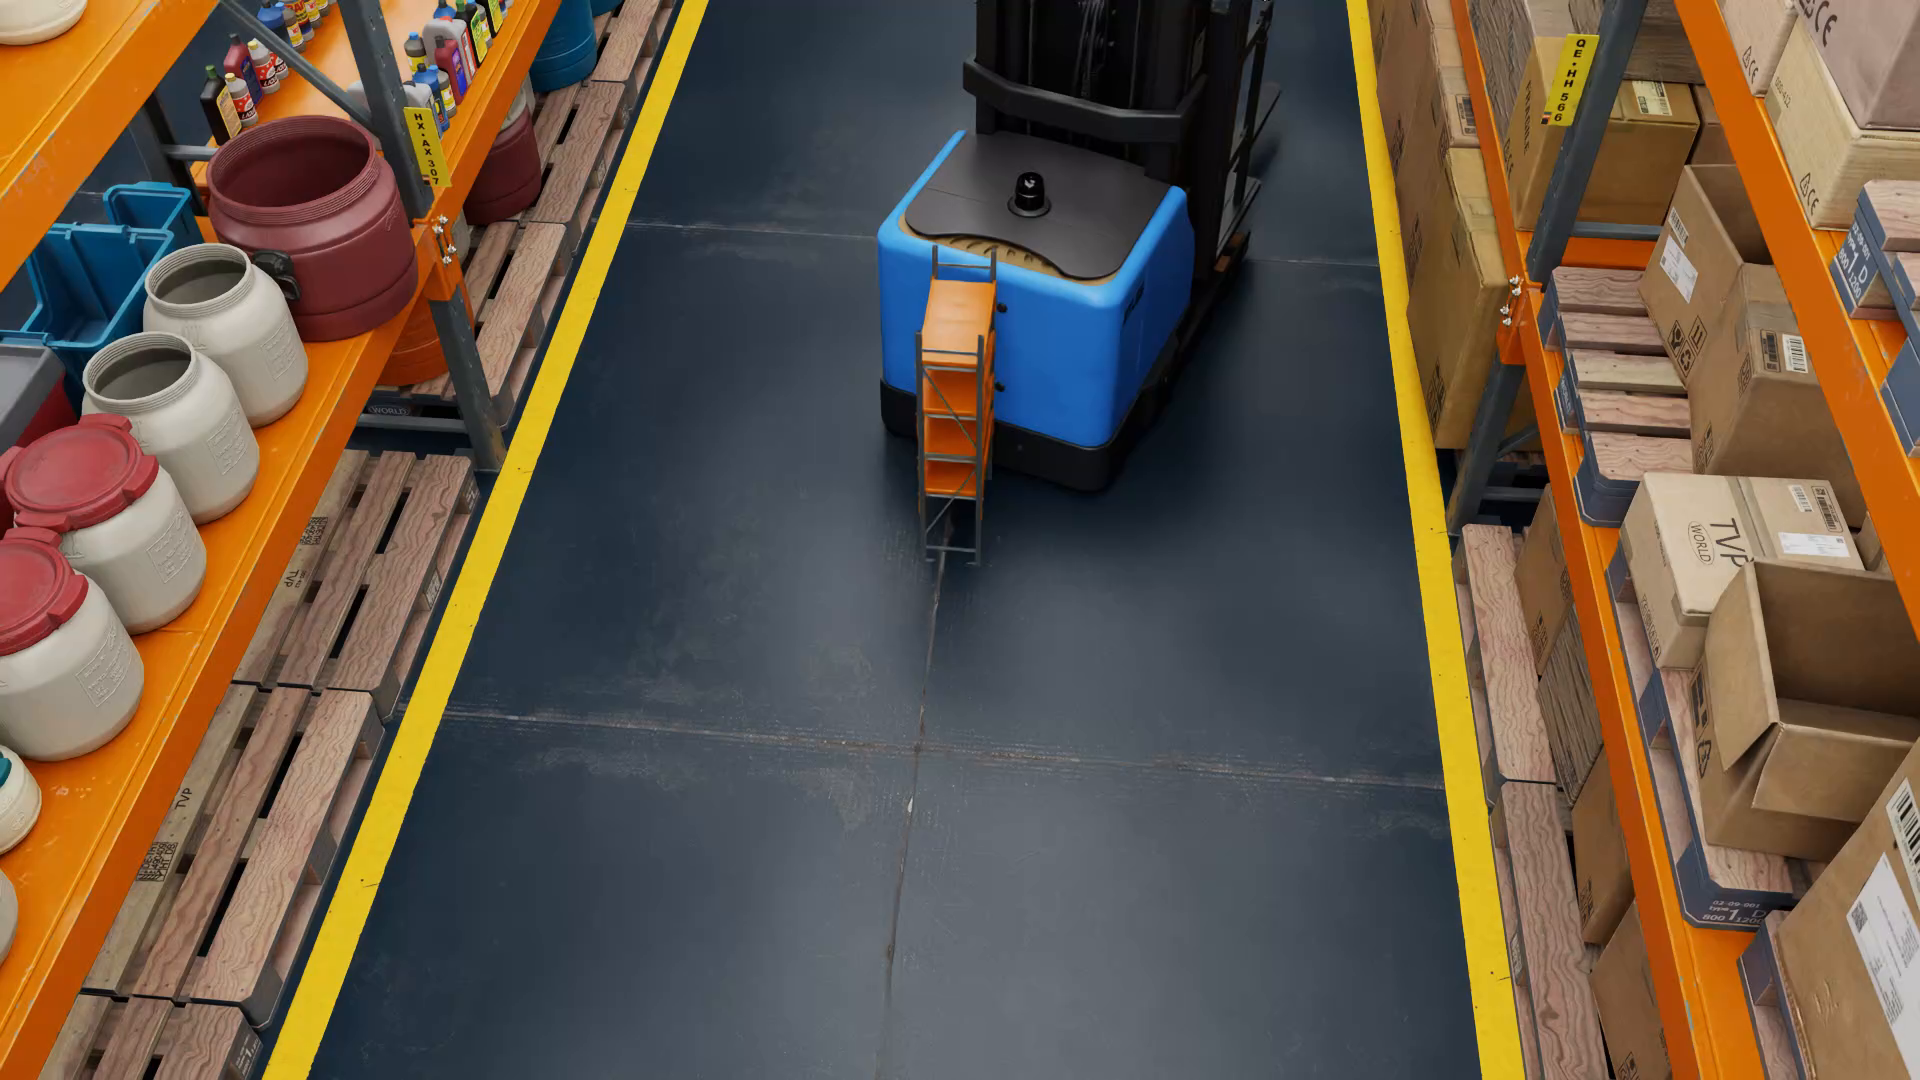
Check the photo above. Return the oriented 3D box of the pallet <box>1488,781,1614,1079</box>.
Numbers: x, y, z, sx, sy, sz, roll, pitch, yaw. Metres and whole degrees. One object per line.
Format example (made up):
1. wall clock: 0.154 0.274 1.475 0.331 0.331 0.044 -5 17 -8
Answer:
1. pallet: 2.307 1.373 5.377 1.003 0.211 1.213 4 48 4

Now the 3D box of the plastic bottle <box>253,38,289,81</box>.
1. plastic bottle: -2.768 -1.953 6.664 0.097 0.201 0.097 0 48 0

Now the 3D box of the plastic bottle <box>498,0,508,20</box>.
1. plastic bottle: -1.964 -2.313 6.946 0.097 0.271 0.097 0 48 0

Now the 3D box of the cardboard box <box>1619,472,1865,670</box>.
1. cardboard box: 2.112 0.089 4.479 0.500 0.250 0.500 3 48 2

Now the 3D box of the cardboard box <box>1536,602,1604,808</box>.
1. cardboard box: 2.415 0.561 5.626 0.700 0.500 0.500 0 48 0

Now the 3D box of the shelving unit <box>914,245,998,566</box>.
1. shelving unit: -0.011 -0.493 6.413 0.258 1.200 0.503 5 48 4

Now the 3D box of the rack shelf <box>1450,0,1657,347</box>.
1. rack shelf: 2.676 -2.263 7.300 1.077 0.370 4.000 4 48 4

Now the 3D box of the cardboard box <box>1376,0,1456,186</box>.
1. cardboard box: 2.739 -2.272 7.976 1.225 0.875 0.875 2 48 2

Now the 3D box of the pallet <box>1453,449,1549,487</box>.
1. pallet: 2.641 -0.669 7.245 1.003 0.211 1.213 4 48 4

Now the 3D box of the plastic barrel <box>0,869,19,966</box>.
1. plastic barrel: -2.498 0.836 3.886 0.433 0.535 0.433 0 48 0

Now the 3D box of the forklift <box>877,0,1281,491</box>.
1. forklift: 0.734 -2.294 6.888 1.130 2.935 3.031 19 50 16

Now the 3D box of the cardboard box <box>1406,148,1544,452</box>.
1. cardboard box: 2.577 -0.966 6.782 1.225 0.875 0.875 2 48 2

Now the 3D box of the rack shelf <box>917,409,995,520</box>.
1. rack shelf: -0.011 -0.313 6.610 0.258 0.148 0.480 5 48 4

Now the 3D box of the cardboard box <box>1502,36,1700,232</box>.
1. cardboard box: 2.292 -1.449 6.001 0.500 0.500 0.500 5 48 5

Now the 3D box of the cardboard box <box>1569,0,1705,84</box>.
1. cardboard box: 2.577 -1.944 5.774 0.797 0.503 0.637 5 48 5

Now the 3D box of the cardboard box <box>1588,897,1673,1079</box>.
1. cardboard box: 2.319 1.388 4.869 0.700 0.500 0.500 0 48 0

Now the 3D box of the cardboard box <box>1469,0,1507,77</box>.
1. cardboard box: 2.387 -2.197 6.685 0.500 0.500 0.500 2 48 2

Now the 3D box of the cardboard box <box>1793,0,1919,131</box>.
1. cardboard box: 2.106 -1.180 3.383 0.500 0.500 0.500 3 48 2

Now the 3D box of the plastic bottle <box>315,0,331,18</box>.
1. plastic bottle: -2.724 -2.310 6.991 0.097 0.201 0.097 0 48 0

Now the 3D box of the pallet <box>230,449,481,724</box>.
1. pallet: -2.548 0.139 6.506 1.003 0.211 1.213 4 48 4

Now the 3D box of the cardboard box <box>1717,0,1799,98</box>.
1. cardboard box: 2.150 -1.292 3.994 0.500 0.250 0.500 5 48 4

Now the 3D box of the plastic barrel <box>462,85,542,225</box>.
1. plastic barrel: -2.308 -1.887 7.819 0.600 0.588 0.708 4 48 4

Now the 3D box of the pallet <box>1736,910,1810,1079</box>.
1. pallet: 2.344 1.416 3.578 1.003 0.211 1.213 4 48 4

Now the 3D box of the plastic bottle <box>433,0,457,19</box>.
1. plastic bottle: -2.058 -2.049 6.705 0.097 0.271 0.097 0 48 0

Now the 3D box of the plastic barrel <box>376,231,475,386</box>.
1. plastic barrel: -2.411 -1.139 6.971 0.600 0.830 0.708 4 48 4

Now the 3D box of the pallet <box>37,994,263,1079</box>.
1. pallet: -2.770 1.932 4.866 1.003 0.211 1.213 4 48 4

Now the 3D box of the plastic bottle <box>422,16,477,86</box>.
1. plastic bottle: -2.035 -1.963 6.623 0.152 0.276 0.135 4 48 4

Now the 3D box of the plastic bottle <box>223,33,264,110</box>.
1. plastic bottle: -2.806 -1.825 6.492 0.061 0.283 0.133 4 48 4

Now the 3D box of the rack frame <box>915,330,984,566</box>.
1. rack frame: -0.037 -0.314 6.250 0.240 1.200 0.015 5 48 4

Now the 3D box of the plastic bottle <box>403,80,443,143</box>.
1. plastic bottle: -2.077 -1.623 6.312 0.152 0.276 0.135 4 48 4

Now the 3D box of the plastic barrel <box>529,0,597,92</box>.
1. plastic barrel: -2.205 -2.823 8.463 0.600 0.901 0.708 4 48 4

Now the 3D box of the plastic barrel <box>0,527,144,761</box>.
1. plastic barrel: -2.431 0.297 4.379 0.433 0.535 0.433 0 48 0

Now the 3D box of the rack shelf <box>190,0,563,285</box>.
1. rack shelf: -2.256 -2.596 7.605 1.077 0.370 4.000 4 48 4

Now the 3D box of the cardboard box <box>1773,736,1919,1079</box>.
1. cardboard box: 2.341 0.985 3.151 1.000 1.000 1.000 4 48 4

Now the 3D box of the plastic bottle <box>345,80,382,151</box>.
1. plastic bottle: -2.229 -1.634 6.321 0.152 0.276 0.135 4 48 4

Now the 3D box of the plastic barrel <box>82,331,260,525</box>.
1. plastic barrel: -2.358 -0.327 4.966 0.421 0.512 0.421 0 48 0

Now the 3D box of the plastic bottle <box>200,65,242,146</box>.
1. plastic bottle: -2.827 -1.656 6.337 0.061 0.283 0.133 4 48 4

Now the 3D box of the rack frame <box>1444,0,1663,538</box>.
1. rack frame: 2.494 -1.036 5.691 1.000 3.000 0.127 4 48 4

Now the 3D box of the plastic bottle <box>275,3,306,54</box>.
1. plastic bottle: -2.750 -2.096 6.795 0.097 0.201 0.097 0 48 0

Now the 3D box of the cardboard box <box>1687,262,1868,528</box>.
1. cardboard box: 2.533 -0.395 4.752 0.700 0.500 0.500 10 48 9

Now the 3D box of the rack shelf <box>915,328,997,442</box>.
1. rack shelf: -0.011 -0.598 6.298 0.258 0.148 0.480 5 48 4

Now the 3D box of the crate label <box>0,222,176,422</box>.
1. crate label: -2.798 -0.669 5.331 0.502 0.435 0.616 4 48 4

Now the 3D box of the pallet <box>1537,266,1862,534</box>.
1. pallet: 2.535 -0.440 5.276 1.213 0.211 1.003 4 48 4

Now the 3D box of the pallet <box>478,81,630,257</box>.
1. pallet: -2.294 -1.904 8.374 1.003 0.211 1.213 4 48 4

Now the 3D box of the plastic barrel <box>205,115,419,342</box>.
1. plastic barrel: -2.179 -1.054 5.615 0.600 0.536 0.708 4 48 4

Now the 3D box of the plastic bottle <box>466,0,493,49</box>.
1. plastic bottle: -1.985 -2.120 6.816 0.097 0.201 0.097 0 48 0

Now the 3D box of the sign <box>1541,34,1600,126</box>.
1. sign: 1.941 -1.462 5.295 0.100 0.325 0.005 4 48 4

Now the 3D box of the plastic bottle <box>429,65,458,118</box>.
1. plastic bottle: -2.031 -1.753 6.481 0.097 0.201 0.097 0 48 0
